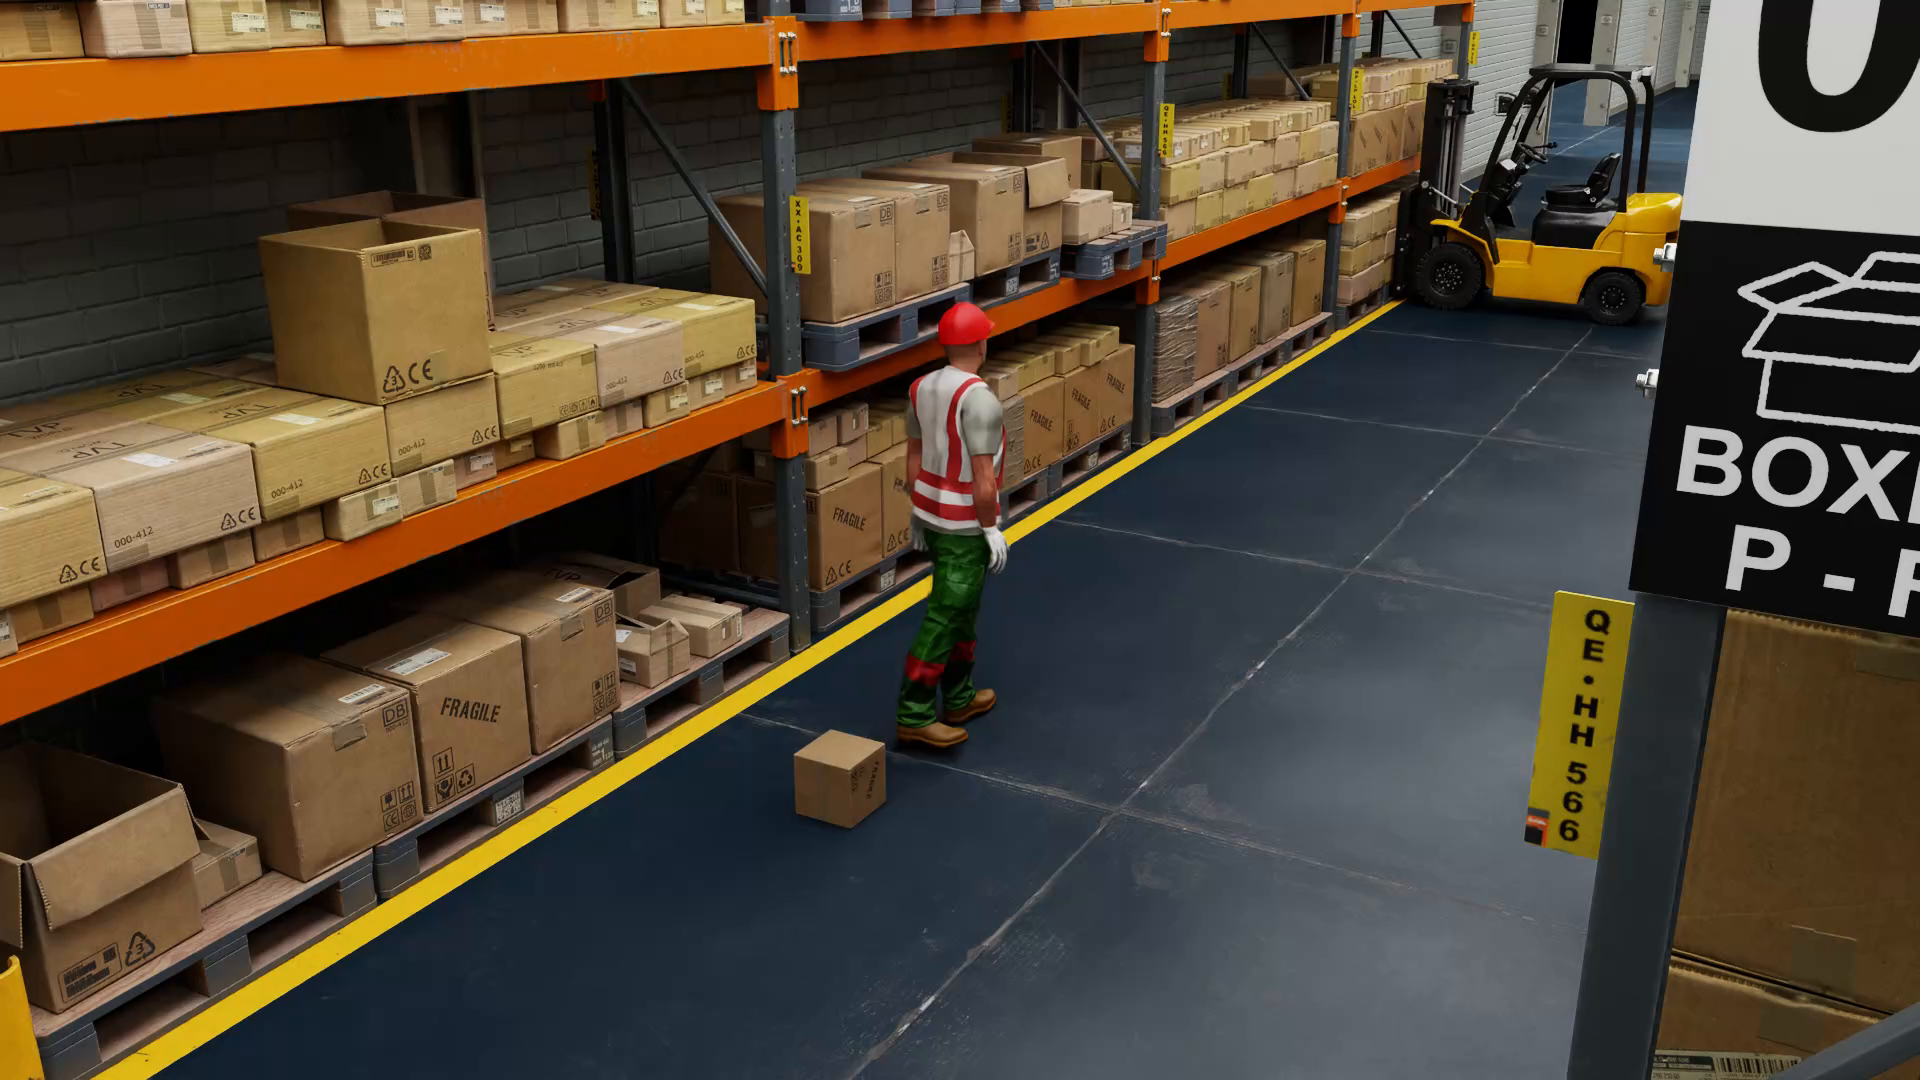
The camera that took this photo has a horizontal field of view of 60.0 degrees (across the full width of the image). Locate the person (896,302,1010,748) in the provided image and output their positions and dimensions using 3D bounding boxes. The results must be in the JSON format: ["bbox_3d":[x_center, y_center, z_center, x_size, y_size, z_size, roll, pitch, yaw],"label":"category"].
[{"bbox_3d":[-0.042,-0.058,6.703,0.574,1.779,0.569,-11,22,-28],"label":"person"}]
